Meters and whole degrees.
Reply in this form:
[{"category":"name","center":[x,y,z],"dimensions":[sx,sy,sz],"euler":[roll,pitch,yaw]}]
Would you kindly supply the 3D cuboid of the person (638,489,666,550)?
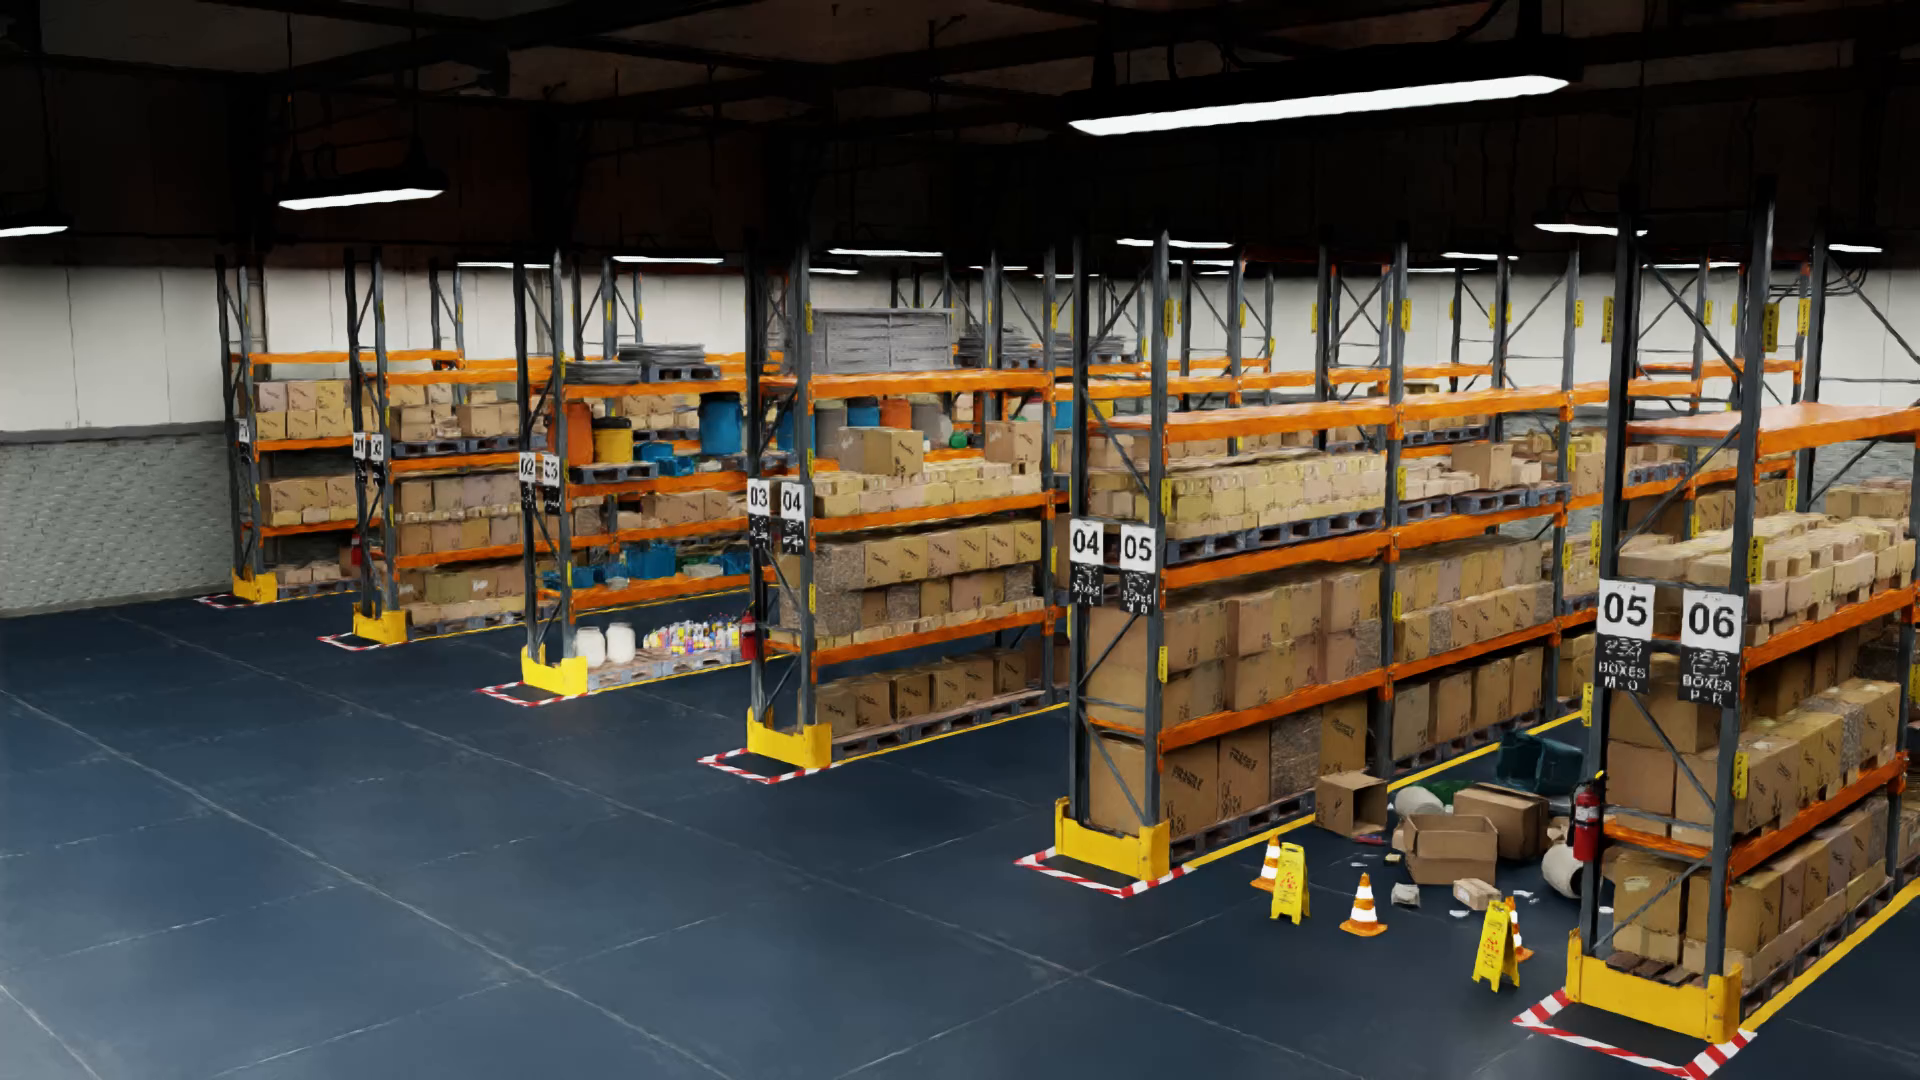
[{"category":"person","center":[-6.120,-0.361,33.013],"dimensions":[0.571,1.706,1.033],"euler":[6,10,36]}]
